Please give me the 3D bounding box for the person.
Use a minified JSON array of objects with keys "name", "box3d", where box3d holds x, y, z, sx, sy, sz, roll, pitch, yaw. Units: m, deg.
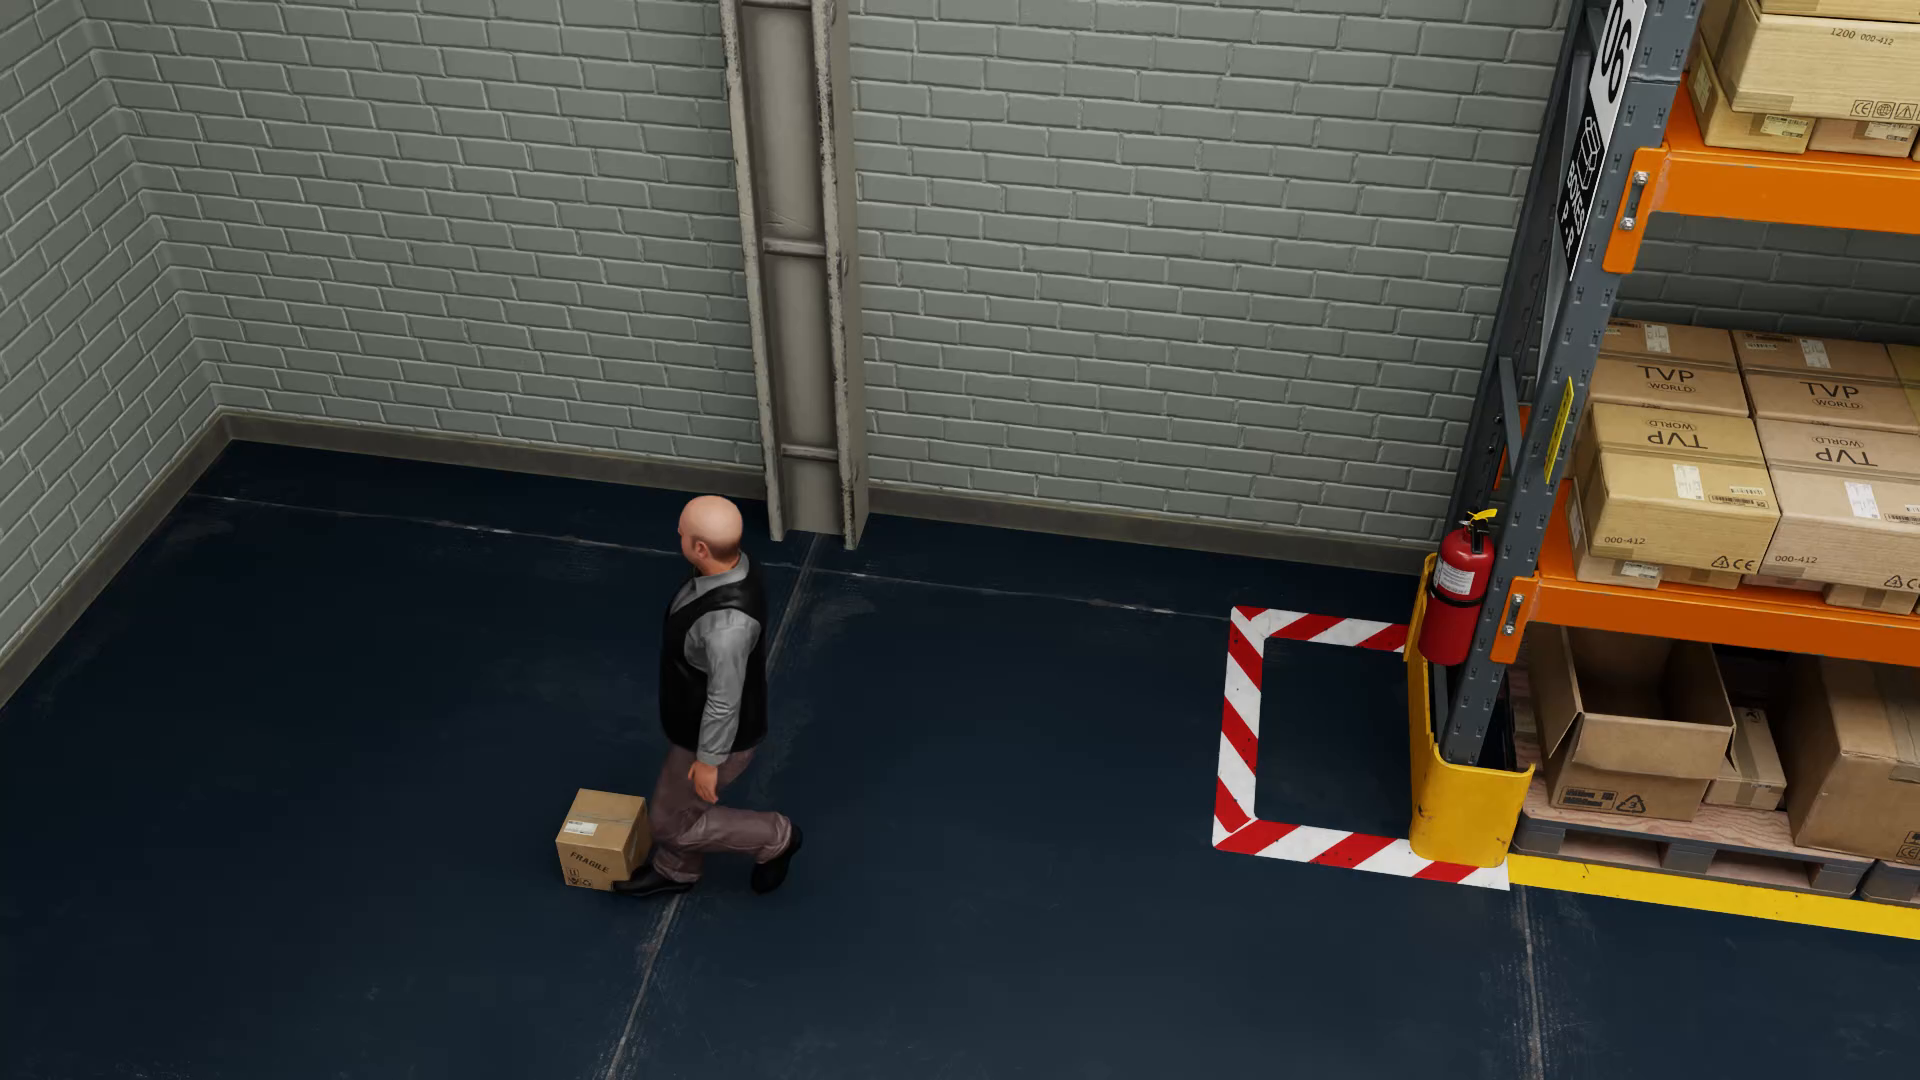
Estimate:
[{"name":"person","box3d":[-0.904,0.586,5.481,0.700,1.699,0.603,-4,40,-4]}]
